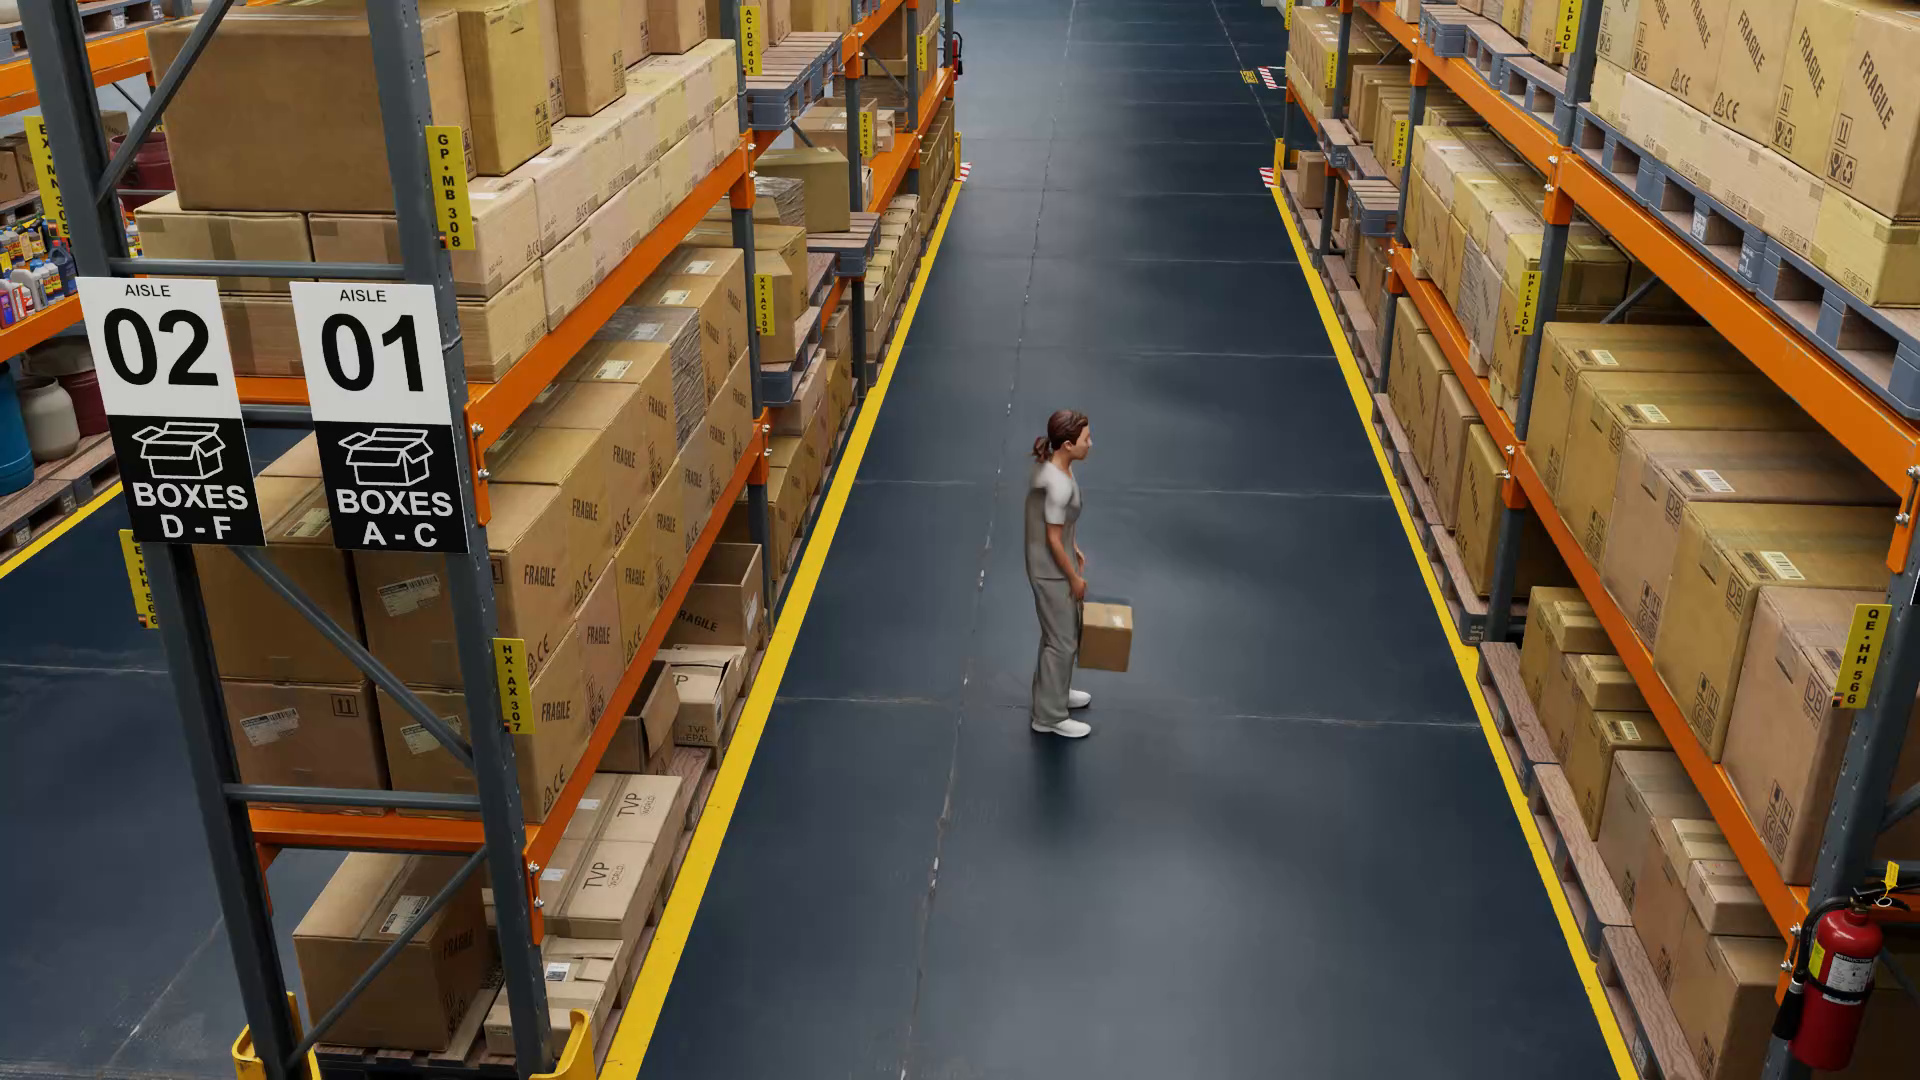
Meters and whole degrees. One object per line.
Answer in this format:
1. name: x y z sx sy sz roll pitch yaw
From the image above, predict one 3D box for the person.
1. person: 0.498 0.146 8.285 0.363 1.675 0.476 1 25 3
